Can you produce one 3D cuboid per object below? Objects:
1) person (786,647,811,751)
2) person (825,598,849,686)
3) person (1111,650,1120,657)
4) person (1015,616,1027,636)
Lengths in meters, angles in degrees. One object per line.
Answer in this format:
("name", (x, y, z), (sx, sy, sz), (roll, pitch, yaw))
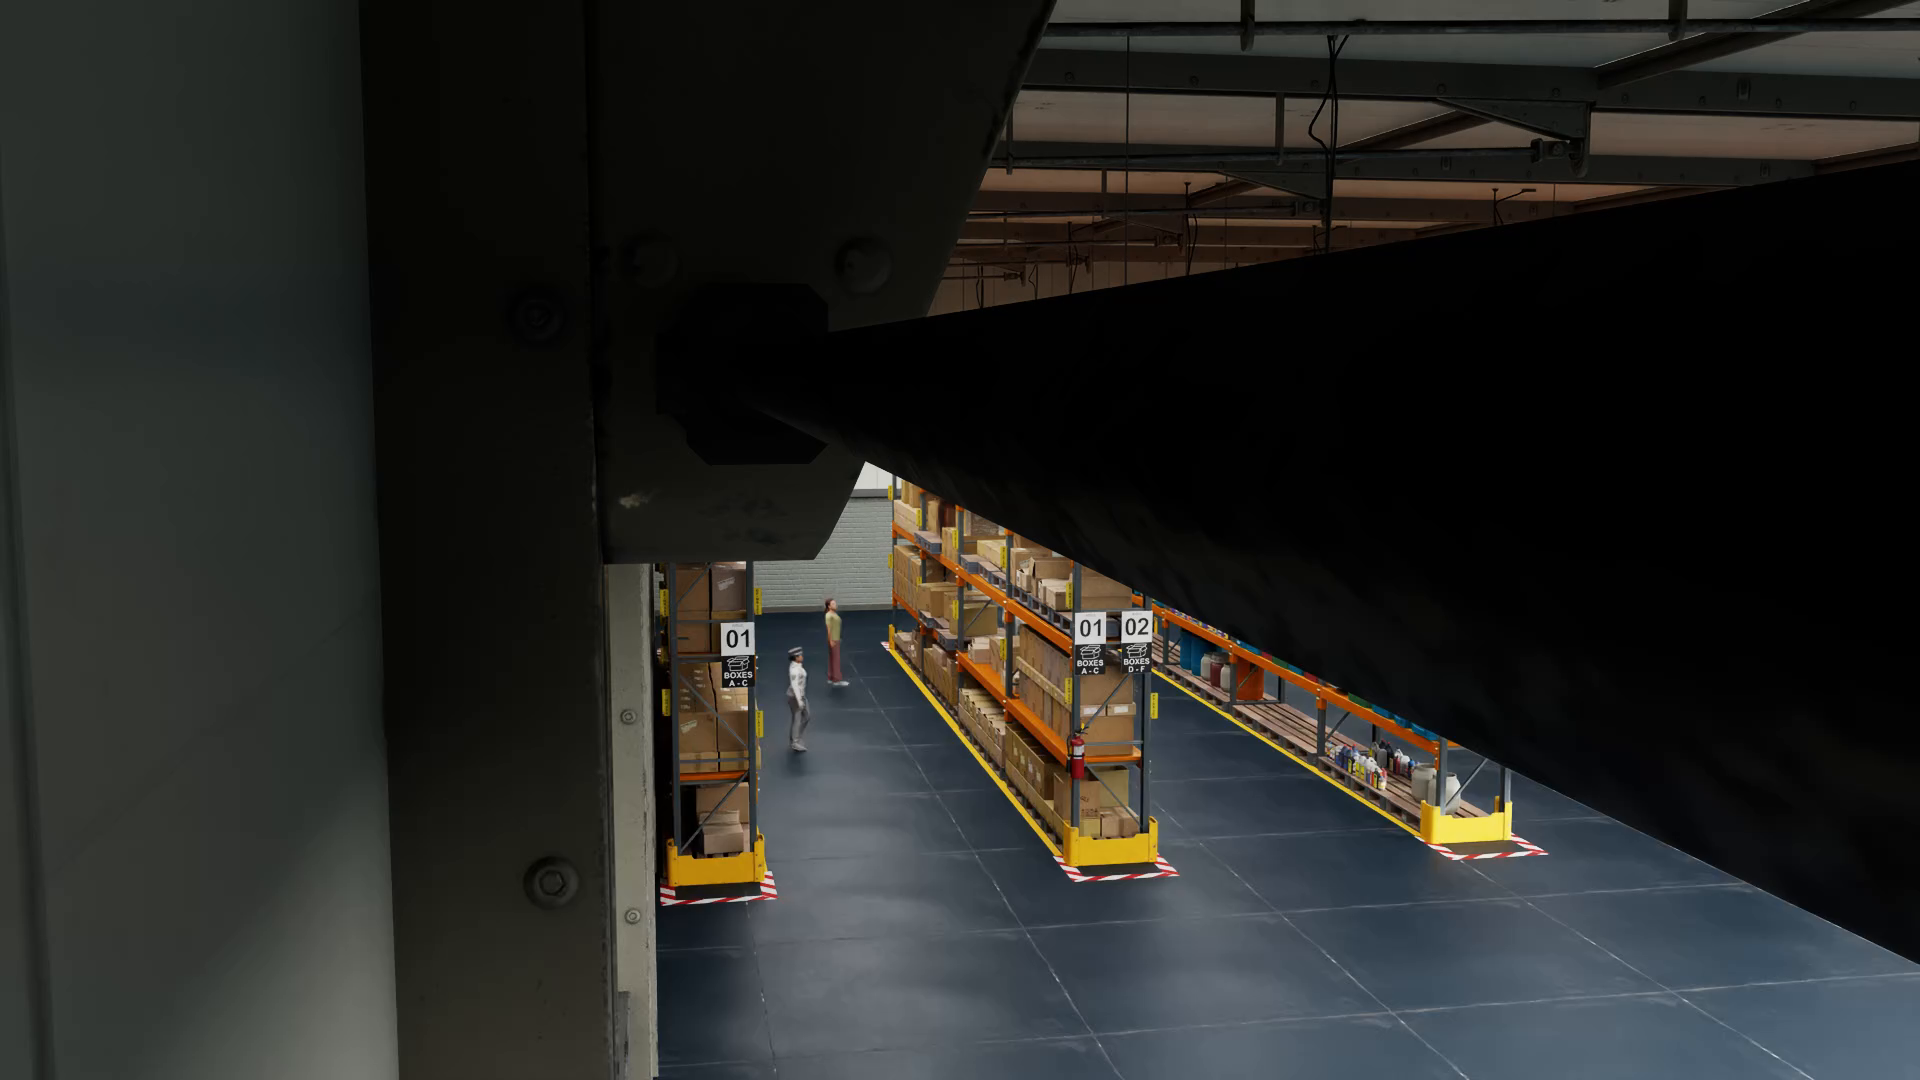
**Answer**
("person", (-2.655, 2.595, 27.112), (0.355, 1.726, 0.563), (1, 6, 8))
("person", (-2.379, 1.954, 32.075), (0.477, 1.668, 0.486), (0, 6, -1))
("person", (2.438, 2.610, 26.452), (0.425, 1.726, 0.565), (-4, 7, -34))
("person", (1.252, 1.779, 34.470), (0.633, 1.636, 0.991), (-1, 6, -13))
